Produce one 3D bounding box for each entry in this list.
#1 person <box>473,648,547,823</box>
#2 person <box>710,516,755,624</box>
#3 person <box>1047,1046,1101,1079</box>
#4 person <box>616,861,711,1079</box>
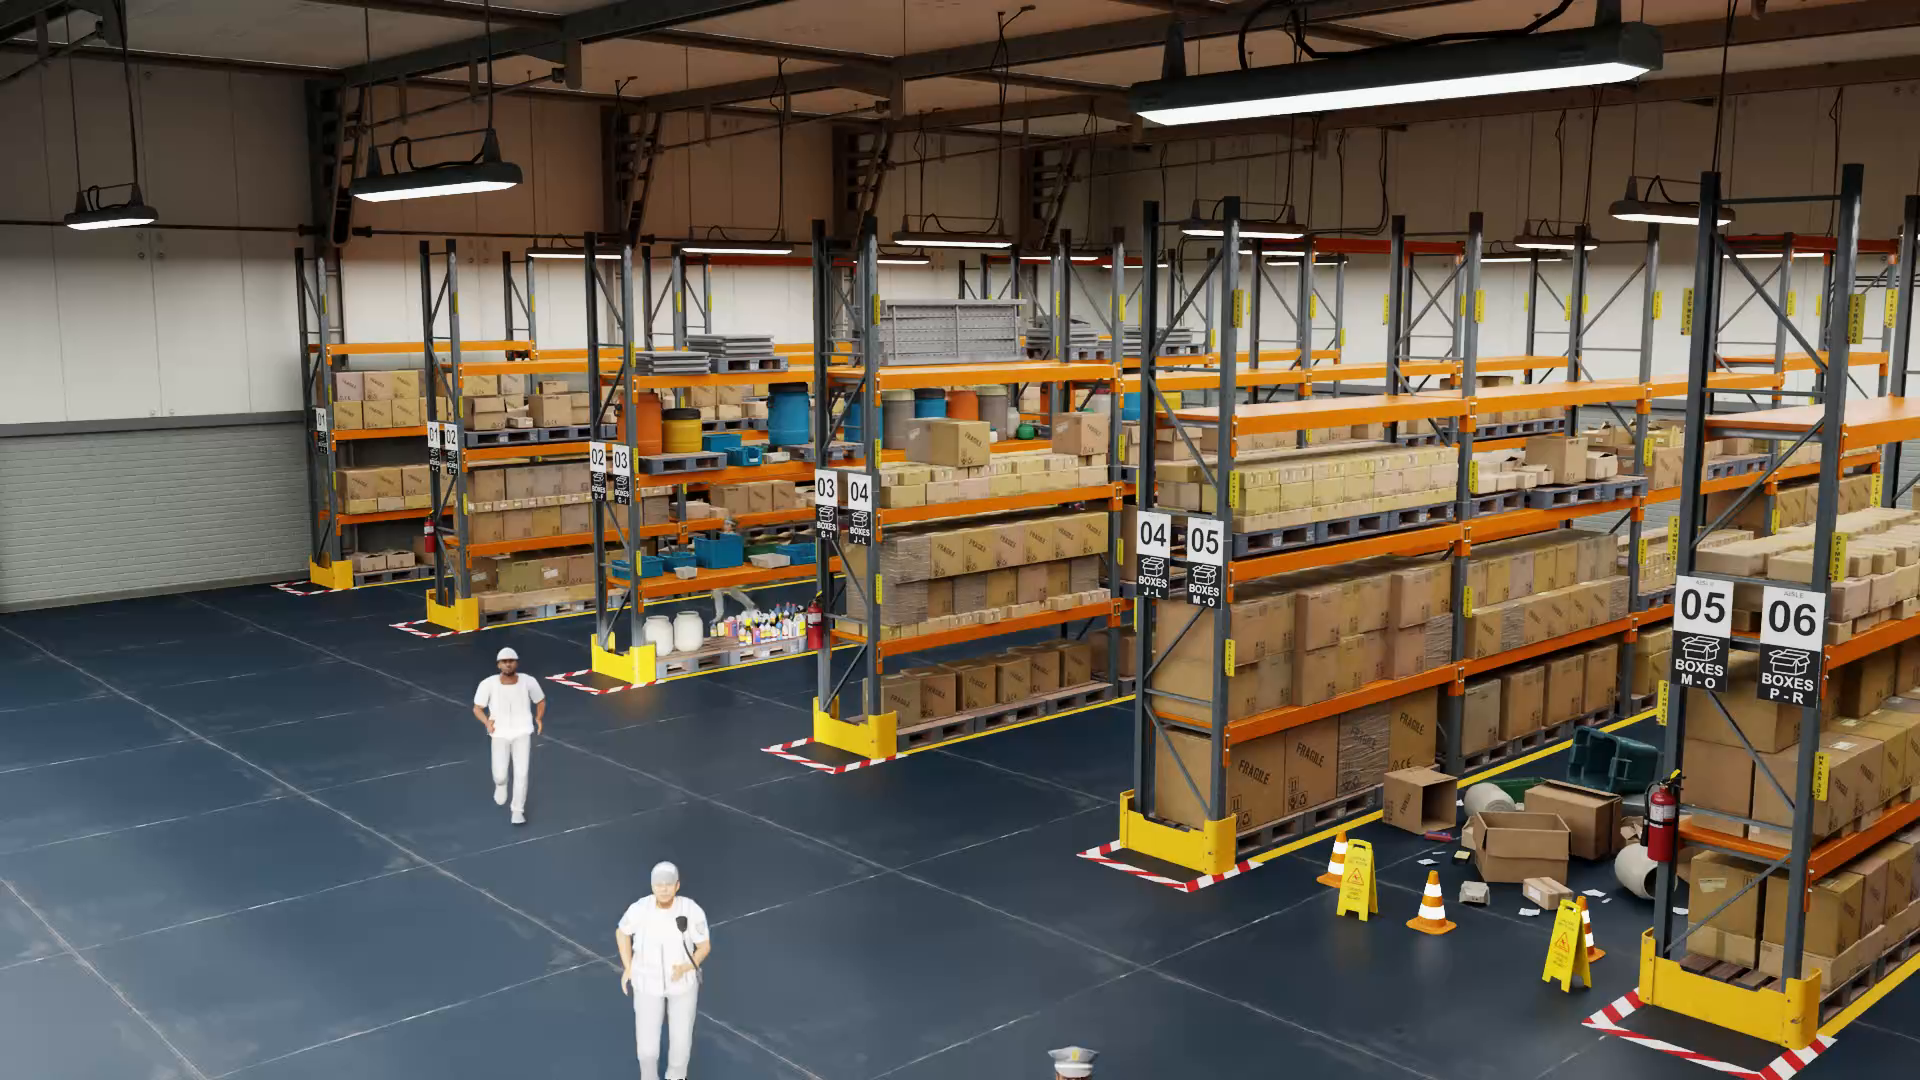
[{"bbox_3d":[-4.442,1.913,16.480,0.706,1.718,0.649,-3,9,-18],"label":"person"},{"bbox_3d":[-3.590,0.445,25.845,0.626,1.664,0.814,7,11,39],"label":"person"},{"bbox_3d":[0.509,3.197,7.871,0.546,1.695,0.666,0,8,-3],"label":"person"},{"bbox_3d":[-1.865,2.835,10.490,0.593,1.626,0.574,-1,8,-10],"label":"person"}]
